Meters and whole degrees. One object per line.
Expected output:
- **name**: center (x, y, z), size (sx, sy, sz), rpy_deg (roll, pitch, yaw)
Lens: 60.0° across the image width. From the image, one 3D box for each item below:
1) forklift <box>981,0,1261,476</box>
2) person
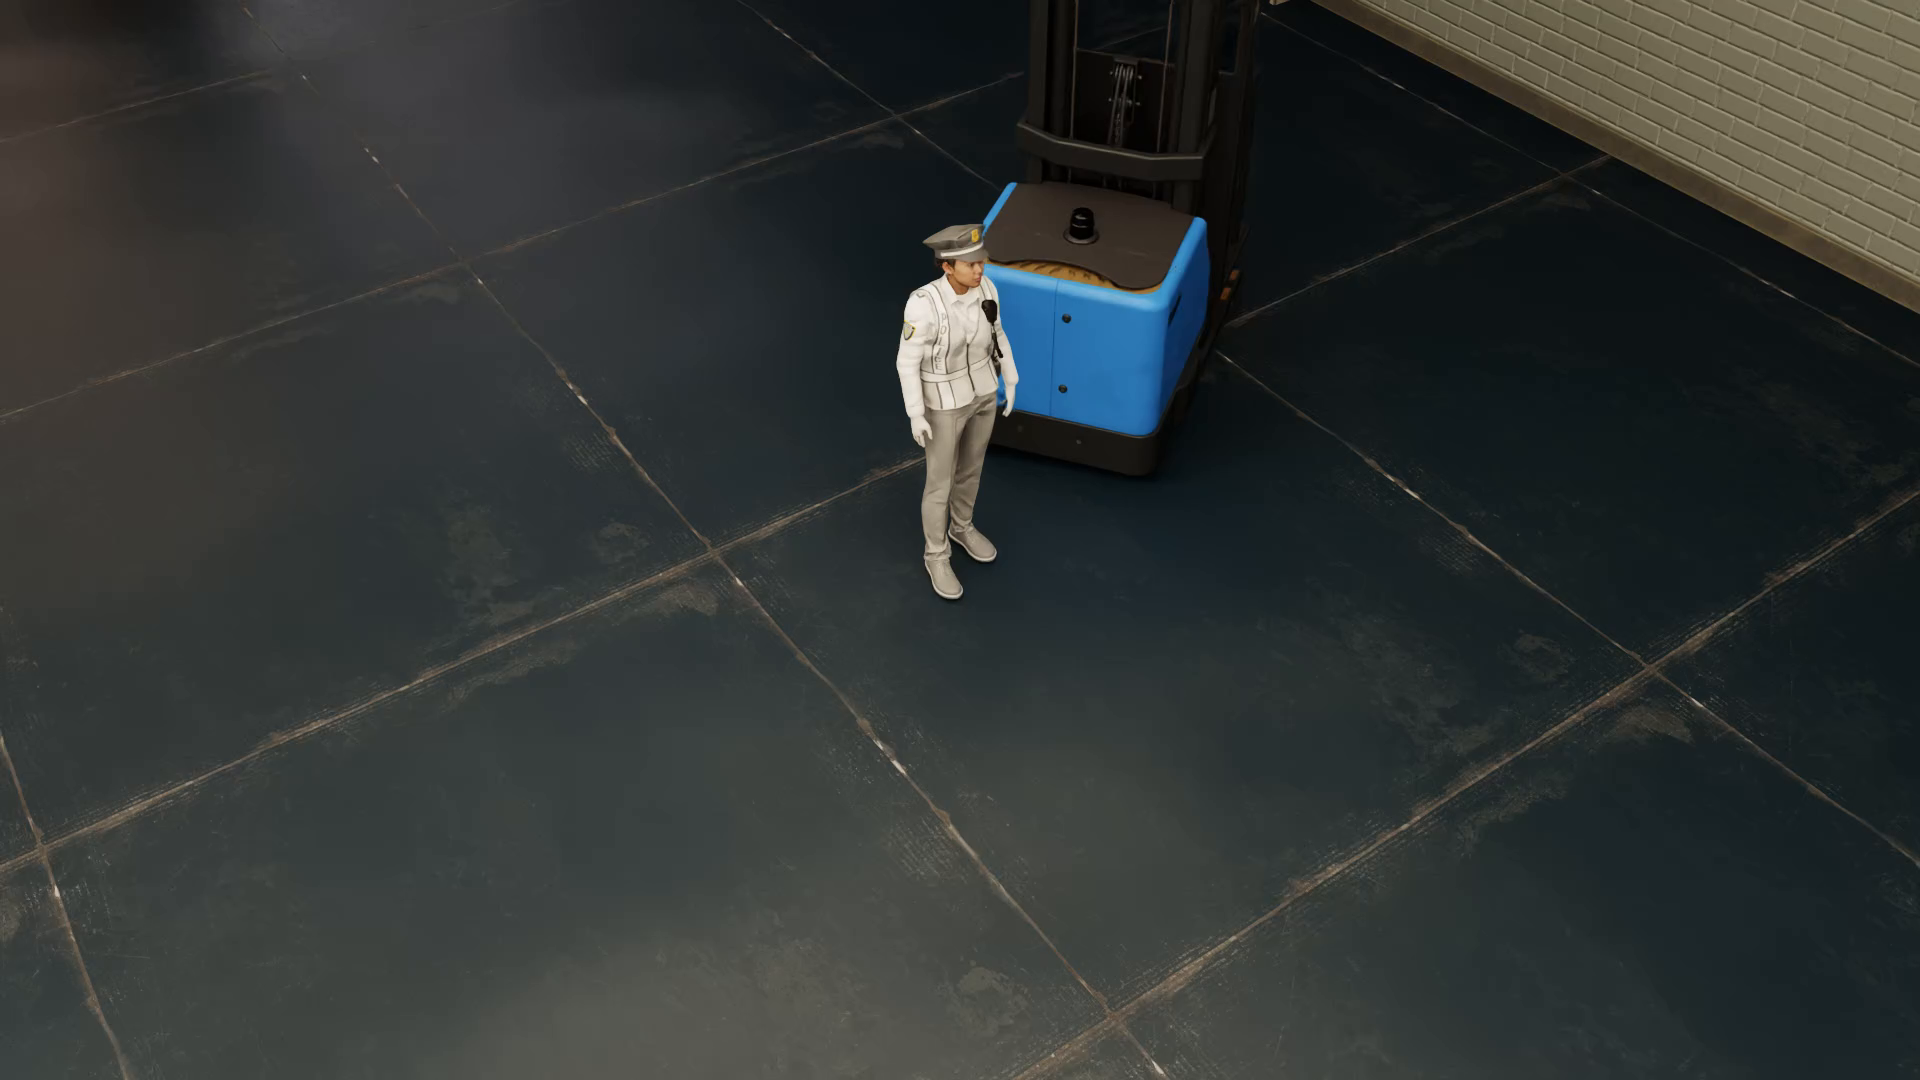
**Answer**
- **forklift**: center (0.954, -2.403, 8.323), size (1.130, 2.935, 3.031), rpy_deg (14, 44, 15)
- **person**: center (0.033, -0.587, 7.255), size (0.586, 1.694, 0.530), rpy_deg (-25, 48, -25)
